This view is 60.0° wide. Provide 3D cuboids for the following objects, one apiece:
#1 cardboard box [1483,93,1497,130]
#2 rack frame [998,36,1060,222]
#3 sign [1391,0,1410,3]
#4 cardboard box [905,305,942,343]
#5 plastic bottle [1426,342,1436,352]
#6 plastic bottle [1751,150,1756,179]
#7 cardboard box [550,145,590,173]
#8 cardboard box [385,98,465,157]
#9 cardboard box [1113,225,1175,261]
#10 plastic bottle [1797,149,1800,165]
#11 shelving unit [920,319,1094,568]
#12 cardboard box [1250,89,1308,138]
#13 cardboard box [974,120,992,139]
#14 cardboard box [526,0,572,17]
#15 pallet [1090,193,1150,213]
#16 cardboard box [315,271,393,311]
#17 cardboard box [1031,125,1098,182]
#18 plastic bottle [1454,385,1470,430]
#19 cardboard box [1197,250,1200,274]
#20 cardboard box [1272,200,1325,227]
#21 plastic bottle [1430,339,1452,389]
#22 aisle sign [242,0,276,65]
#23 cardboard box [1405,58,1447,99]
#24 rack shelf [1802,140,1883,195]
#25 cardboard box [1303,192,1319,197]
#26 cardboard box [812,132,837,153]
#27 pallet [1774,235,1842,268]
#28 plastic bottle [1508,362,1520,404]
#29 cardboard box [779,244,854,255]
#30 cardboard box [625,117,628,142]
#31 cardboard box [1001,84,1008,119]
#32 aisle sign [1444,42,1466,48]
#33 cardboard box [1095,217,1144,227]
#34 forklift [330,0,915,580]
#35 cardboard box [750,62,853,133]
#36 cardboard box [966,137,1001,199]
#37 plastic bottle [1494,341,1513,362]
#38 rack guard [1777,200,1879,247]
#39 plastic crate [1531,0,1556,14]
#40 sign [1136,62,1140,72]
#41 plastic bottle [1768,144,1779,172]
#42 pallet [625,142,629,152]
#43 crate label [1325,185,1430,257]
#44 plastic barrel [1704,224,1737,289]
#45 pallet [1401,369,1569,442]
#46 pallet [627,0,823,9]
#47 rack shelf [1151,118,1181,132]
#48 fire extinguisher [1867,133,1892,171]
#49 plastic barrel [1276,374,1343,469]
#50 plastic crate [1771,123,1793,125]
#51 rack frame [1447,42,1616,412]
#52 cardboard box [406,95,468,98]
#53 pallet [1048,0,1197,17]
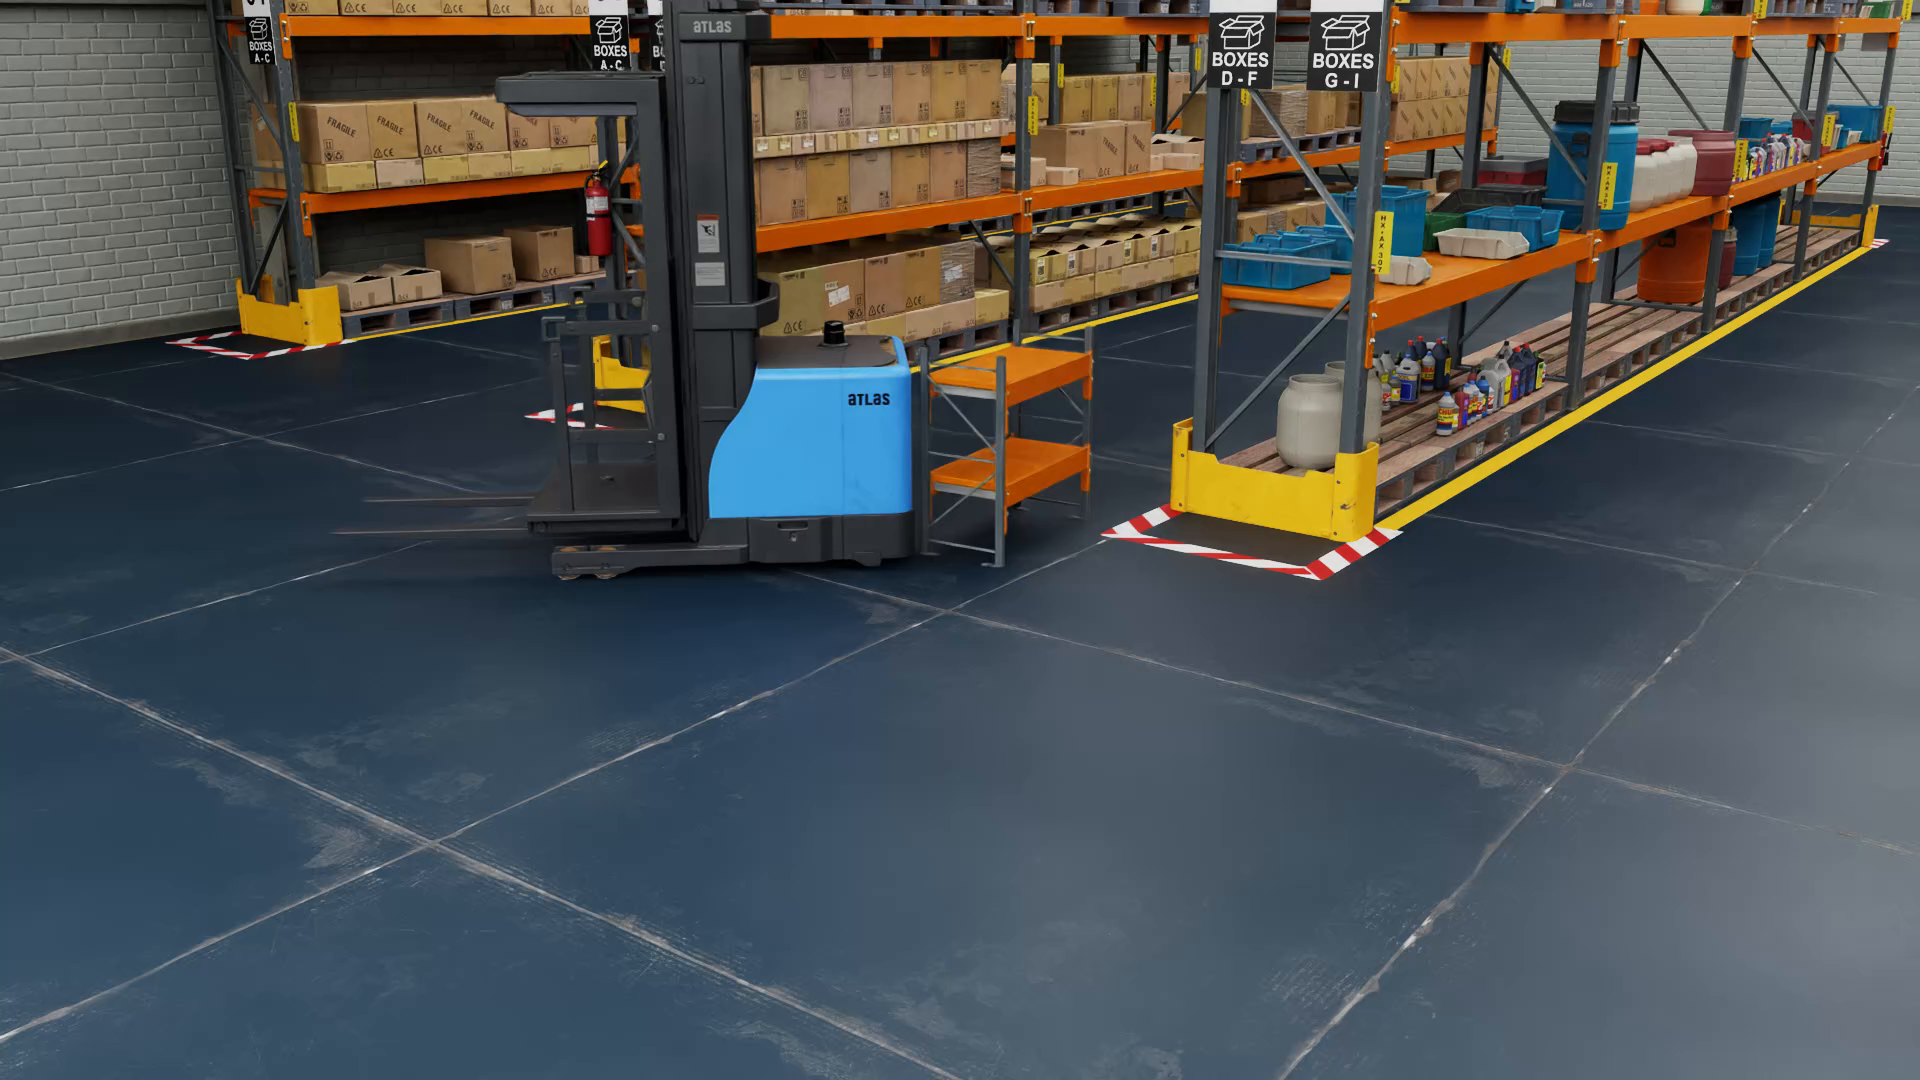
[{"bbox_3d":[7.293,-6.110,23.693,0.500,0.500,0.500,13,22,36],"label":"cardboard box"},{"bbox_3d":[0.978,-6.139,23.954,1.000,3.000,0.127,12,21,35],"label":"rack frame"},{"bbox_3d":[2.223,-2.869,8.351,0.100,0.325,0.005,12,21,35],"label":"sign"},{"bbox_3d":[-0.501,-1.858,14.098,0.500,0.250,0.500,12,21,35],"label":"cardboard box"},{"bbox_3d":[3.455,-1.312,12.261,0.152,0.276,0.135,13,22,37],"label":"plastic bottle"},{"bbox_3d":[7.652,-3.640,16.124,0.097,0.271,0.097,0,17,0],"label":"plastic bottle"},{"bbox_3d":[-4.131,-3.888,16.925,0.500,0.250,0.500,13,21,35],"label":"cardboard box"},{"bbox_3d":[-5.031,-3.875,15.620,0.500,0.500,0.500,12,21,33],"label":"cardboard box"},{"bbox_3d":[1.853,-3.054,17.003,0.500,0.311,0.500,12,21,34],"label":"cardboard box"},{"bbox_3d":[8.912,-4.110,17.756,0.097,0.201,0.097,0,17,0],"label":"plastic bottle"},{"bbox_3d":[0.270,-0.561,9.155,0.538,1.125,1.048,10,20,29],"label":"shelving unit"},{"bbox_3d":[3.558,-4.914,19.133,0.500,0.500,0.700,-15,23,-40],"label":"cardboard box"},{"bbox_3d":[0.053,-3.555,14.373,0.380,0.149,0.250,12,21,34],"label":"cardboard box"},{"bbox_3d":[-4.203,-5.441,16.447,0.500,0.500,0.500,10,20,30],"label":"cardboard box"},{"bbox_3d":[2.220,-5.266,25.846,1.003,0.211,1.213,12,21,35],"label":"pallet"},{"bbox_3d":[-5.688,-2.356,15.564,0.500,0.311,0.500,10,20,29],"label":"cardboard box"},{"bbox_3d":[0.976,-3.712,15.972,0.500,0.500,0.500,14,22,39],"label":"cardboard box"},{"bbox_3d":[3.264,-0.870,10.827,0.061,0.283,0.133,13,21,36],"label":"plastic bottle"},{"bbox_3d":[2.457,-3.031,17.874,0.500,0.250,0.500,13,21,36],"label":"cardboard box"},{"bbox_3d":[3.993,-3.755,19.752,0.500,0.500,0.500,12,21,33],"label":"cardboard box"},{"bbox_3d":[3.469,-1.283,12.044,0.144,0.351,0.185,12,21,35],"label":"plastic bottle"},{"bbox_3d":[-5.974,-4.452,14.139,0.394,0.787,0.004,12,21,35],"label":"aisle sign"},{"bbox_3d":[6.079,-6.098,21.967,0.500,0.500,0.500,12,21,33],"label":"cardboard box"},{"bbox_3d":[10.126,-4.521,19.958,1.077,0.370,4.000,12,21,35],"label":"rack shelf"},{"bbox_3d":[4.166,-4.080,20.796,0.500,0.500,0.500,13,21,35],"label":"cardboard box"},{"bbox_3d":[-1.171,-3.065,12.795,0.380,0.149,0.250,12,21,33],"label":"cardboard box"},{"bbox_3d":[10.068,-3.530,20.256,1.003,0.211,1.213,12,21,35],"label":"pallet"},{"bbox_3d":[3.837,-1.099,11.565,0.061,0.283,0.133,14,22,38],"label":"plastic bottle"},{"bbox_3d":[-1.228,-2.192,13.908,0.500,0.500,0.500,12,21,35],"label":"cardboard box"},{"bbox_3d":[-3.458,-4.607,18.109,0.700,0.500,0.500,12,21,35],"label":"cardboard box"},{"bbox_3d":[0.303,-5.942,22.618,0.500,0.500,0.500,12,21,35],"label":"cardboard box"},{"bbox_3d":[7.146,-7.527,24.040,0.394,0.787,0.004,12,21,35],"label":"aisle sign"},{"bbox_3d":[1.721,-3.268,17.691,0.500,0.311,0.500,12,21,33],"label":"cardboard box"},{"bbox_3d":[-1.782,-1.356,8.670,3.031,2.935,1.130,-1,17,-4],"label":"forklift"},{"bbox_3d":[-1.263,-3.442,12.912,0.700,0.500,0.500,13,21,35],"label":"cardboard box"},{"bbox_3d":[-0.068,-3.300,14.644,0.700,0.500,0.500,12,21,33],"label":"cardboard box"},{"bbox_3d":[3.899,-1.249,11.933,0.144,0.351,0.185,12,21,35],"label":"plastic bottle"},{"bbox_3d":[11.321,-4.155,21.781,1.175,0.500,0.348,12,21,35],"label":"rack guard"},{"bbox_3d":[3.536,-3.336,10.314,0.243,0.136,0.396,12,21,35],"label":"plastic crate"},{"bbox_3d":[2.919,-7.642,27.202,0.100,0.325,0.005,12,21,35],"label":"sign"},{"bbox_3d":[8.222,-3.884,16.901,0.152,0.276,0.135,12,21,35],"label":"plastic bottle"},{"bbox_3d":[-3.217,-4.298,18.350,1.003,0.211,1.213,12,21,35],"label":"pallet"},{"bbox_3d":[2.664,-2.033,10.674,0.502,0.435,0.616,12,21,35],"label":"crate label"},{"bbox_3d":[7.502,-2.873,16.795,0.600,0.588,0.708,12,21,35],"label":"plastic barrel"},{"bbox_3d":[3.734,-0.999,12.103,1.003,0.211,1.213,12,21,35],"label":"pallet"},{"bbox_3d":[-1.750,-3.960,12.030,1.003,0.211,1.213,12,21,35],"label":"pallet"},{"bbox_3d":[2.169,-6.272,25.595,1.077,0.370,4.000,12,21,35],"label":"rack shelf"},{"bbox_3d":[11.772,-5.082,21.309,0.296,0.674,0.183,12,21,35],"label":"fire extinguisher"},{"bbox_3d":[2.115,-0.713,9.968,0.421,0.512,0.421,0,17,0],"label":"plastic barrel"},{"bbox_3d":[10.121,-4.975,20.389,0.416,0.233,0.300,12,21,35],"label":"plastic crate"},{"bbox_3d":[4.167,-2.483,12.181,1.000,3.000,0.127,12,21,35],"label":"rack frame"},{"bbox_3d":[-5.150,-4.089,16.307,0.500,0.500,0.500,13,21,35],"label":"cardboard box"},{"bbox_3d":[1.578,-5.210,16.223,1.003,0.211,1.213,14,22,37],"label":"pallet"}]
